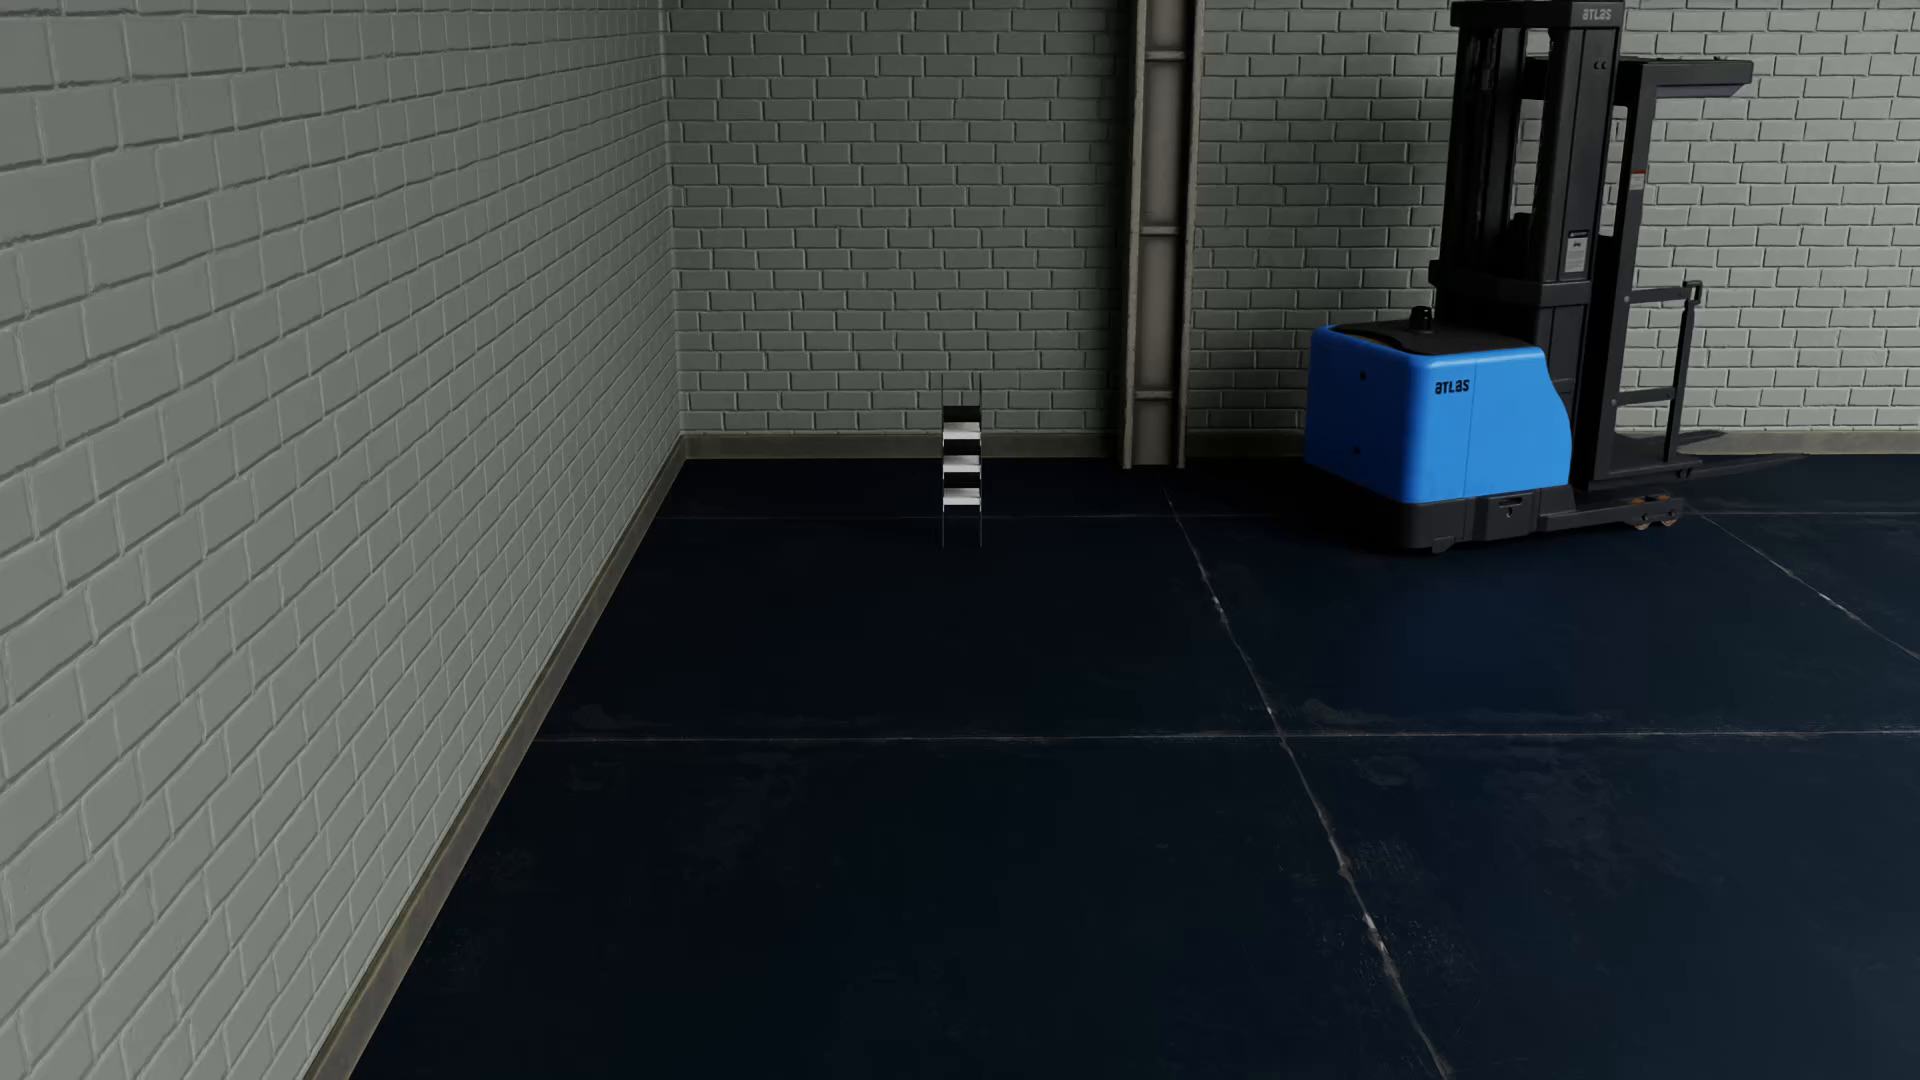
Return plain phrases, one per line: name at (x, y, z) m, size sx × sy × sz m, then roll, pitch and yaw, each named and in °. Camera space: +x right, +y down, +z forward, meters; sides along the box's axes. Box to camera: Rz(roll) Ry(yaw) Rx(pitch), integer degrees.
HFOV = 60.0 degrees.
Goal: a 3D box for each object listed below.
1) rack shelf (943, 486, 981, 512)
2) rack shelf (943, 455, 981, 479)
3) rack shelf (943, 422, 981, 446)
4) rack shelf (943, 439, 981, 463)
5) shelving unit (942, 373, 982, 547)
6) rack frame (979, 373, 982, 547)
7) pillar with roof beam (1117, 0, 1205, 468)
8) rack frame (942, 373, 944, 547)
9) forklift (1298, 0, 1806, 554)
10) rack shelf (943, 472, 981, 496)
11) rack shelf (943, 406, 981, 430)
rack shelf at (0.008, -0.225, 8.975) m, size 0.200 × 0.077 × 0.258 m, roll 0°, pitch 18°, yaw -1°
rack shelf at (0.008, -0.397, 8.920) m, size 0.200 × 0.077 × 0.258 m, roll 0°, pitch 18°, yaw -1°
rack shelf at (0.008, -0.568, 8.865) m, size 0.200 × 0.077 × 0.258 m, roll 0°, pitch 18°, yaw -1°
rack shelf at (0.008, -0.482, 8.893) m, size 0.200 × 0.077 × 0.258 m, roll 0°, pitch 18°, yaw -1°
shelving unit at (0.008, -0.429, 8.910) m, size 0.210 × 0.900 × 0.258 m, roll 0°, pitch 18°, yaw -1°
rack frame at (0.110, -0.429, 8.912) m, size 0.006 × 0.900 × 0.240 m, roll 0°, pitch 18°, yaw -1°
pillar with roof beam at (1.283, -3.468, 5.127) m, size 0.400 × 9.000 × 9.100 m, roll 0°, pitch 18°, yaw -1°
rack frame at (-0.094, -0.428, 8.909) m, size 0.006 × 0.900 × 0.240 m, roll 0°, pitch 18°, yaw -1°
forklift at (3.499, -1.596, 9.225) m, size 3.031 × 2.935 × 1.130 m, roll -7°, pitch 19°, yaw -21°
rack shelf at (0.008, -0.311, 8.948) m, size 0.200 × 0.077 × 0.258 m, roll 0°, pitch 18°, yaw -1°
rack shelf at (0.008, -0.654, 8.838) m, size 0.200 × 0.077 × 0.258 m, roll 0°, pitch 18°, yaw -1°
